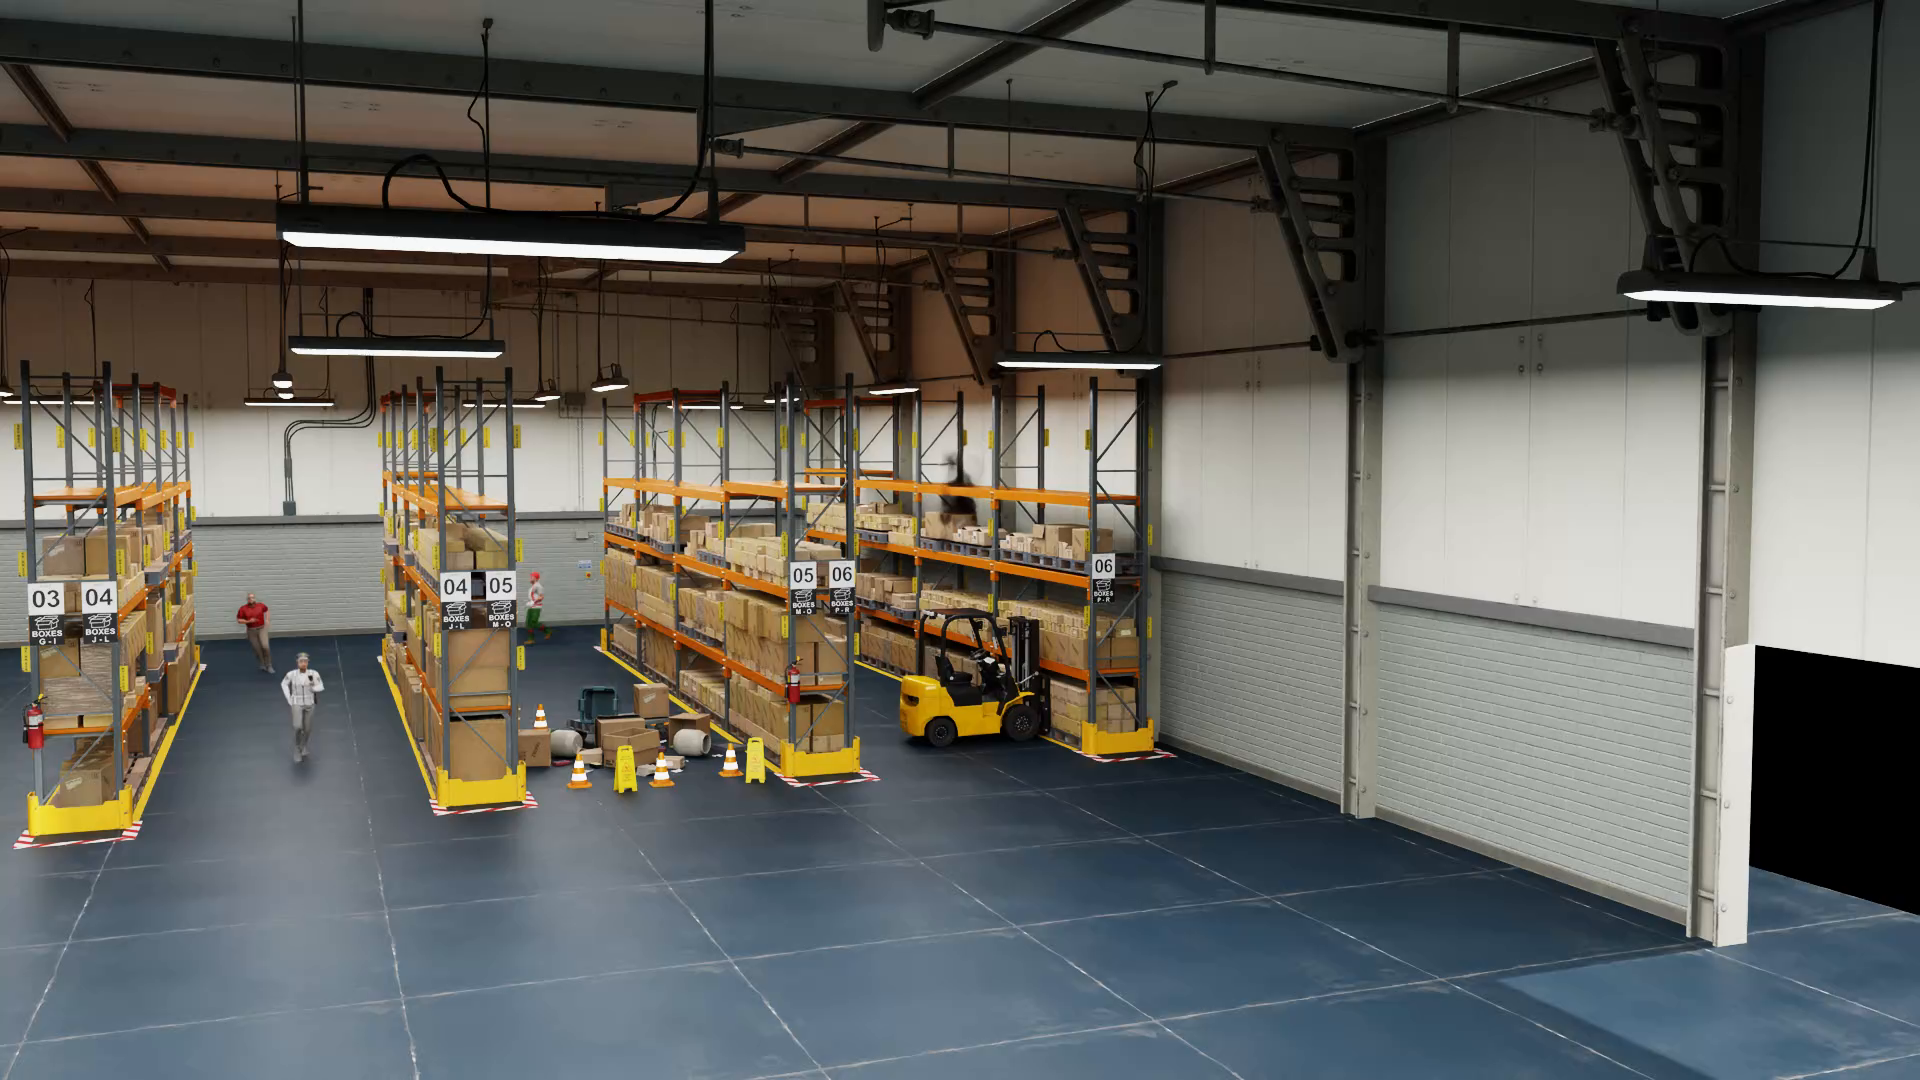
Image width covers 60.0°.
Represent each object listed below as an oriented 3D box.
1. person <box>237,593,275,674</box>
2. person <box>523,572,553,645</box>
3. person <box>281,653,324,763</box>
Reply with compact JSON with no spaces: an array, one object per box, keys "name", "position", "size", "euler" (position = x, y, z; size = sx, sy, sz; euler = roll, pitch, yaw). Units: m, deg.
[{"name":"person","position":[-15.146,2.018,35.753],"size":[0.715,1.779,0.747],"euler":[-1,4,-23]},{"name":"person","position":[-10.394,1.667,40.820],"size":[0.740,1.766,0.667],"euler":[-2,4,-35]},{"name":"person","position":[-10.269,2.611,26.021],"size":[0.601,1.719,0.715],"euler":[-2,4,-28]}]
